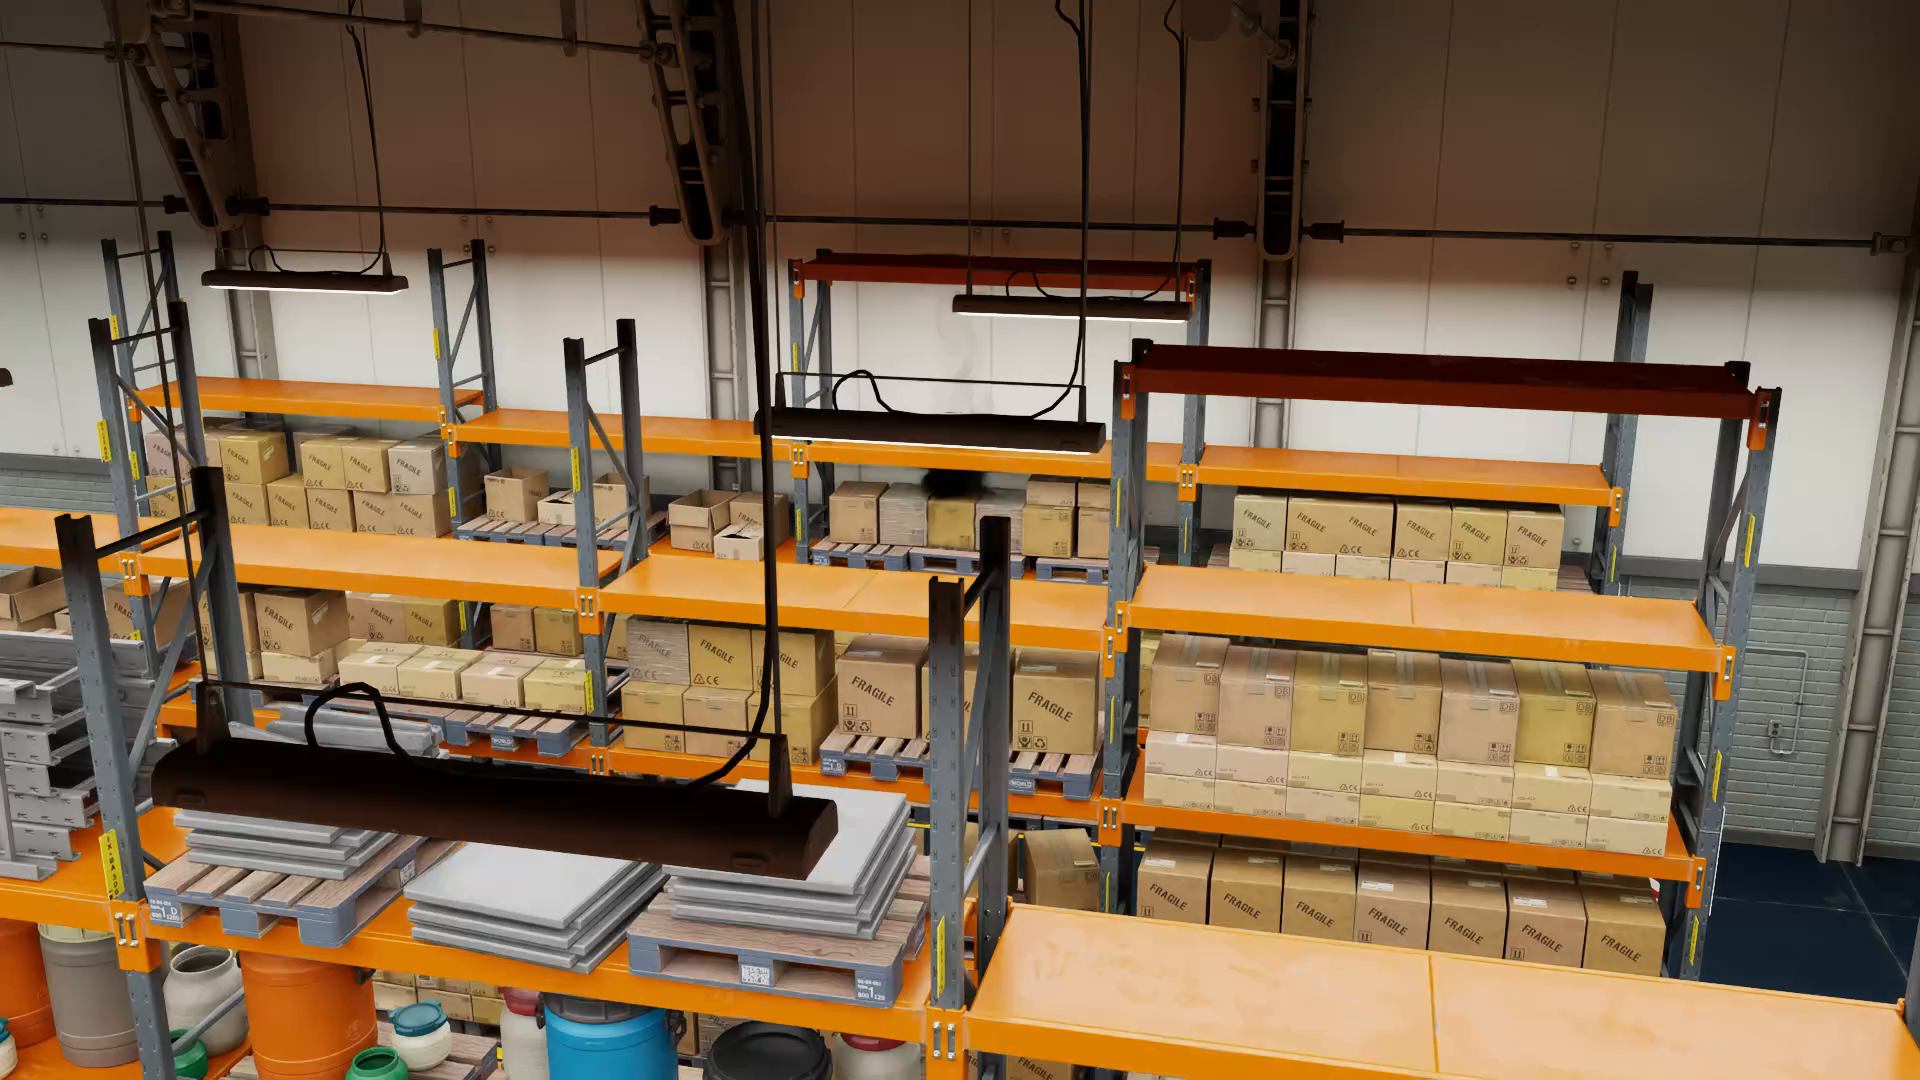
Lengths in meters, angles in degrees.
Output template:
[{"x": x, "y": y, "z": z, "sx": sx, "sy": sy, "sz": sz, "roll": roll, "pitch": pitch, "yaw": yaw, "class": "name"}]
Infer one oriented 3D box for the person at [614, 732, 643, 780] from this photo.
[{"x": -3.060, "y": 2.620, "z": 16.257, "sx": 0.909, "sy": 1.813, "sz": 0.608, "roll": 3, "pitch": 17, "yaw": 10, "class": "person"}]
